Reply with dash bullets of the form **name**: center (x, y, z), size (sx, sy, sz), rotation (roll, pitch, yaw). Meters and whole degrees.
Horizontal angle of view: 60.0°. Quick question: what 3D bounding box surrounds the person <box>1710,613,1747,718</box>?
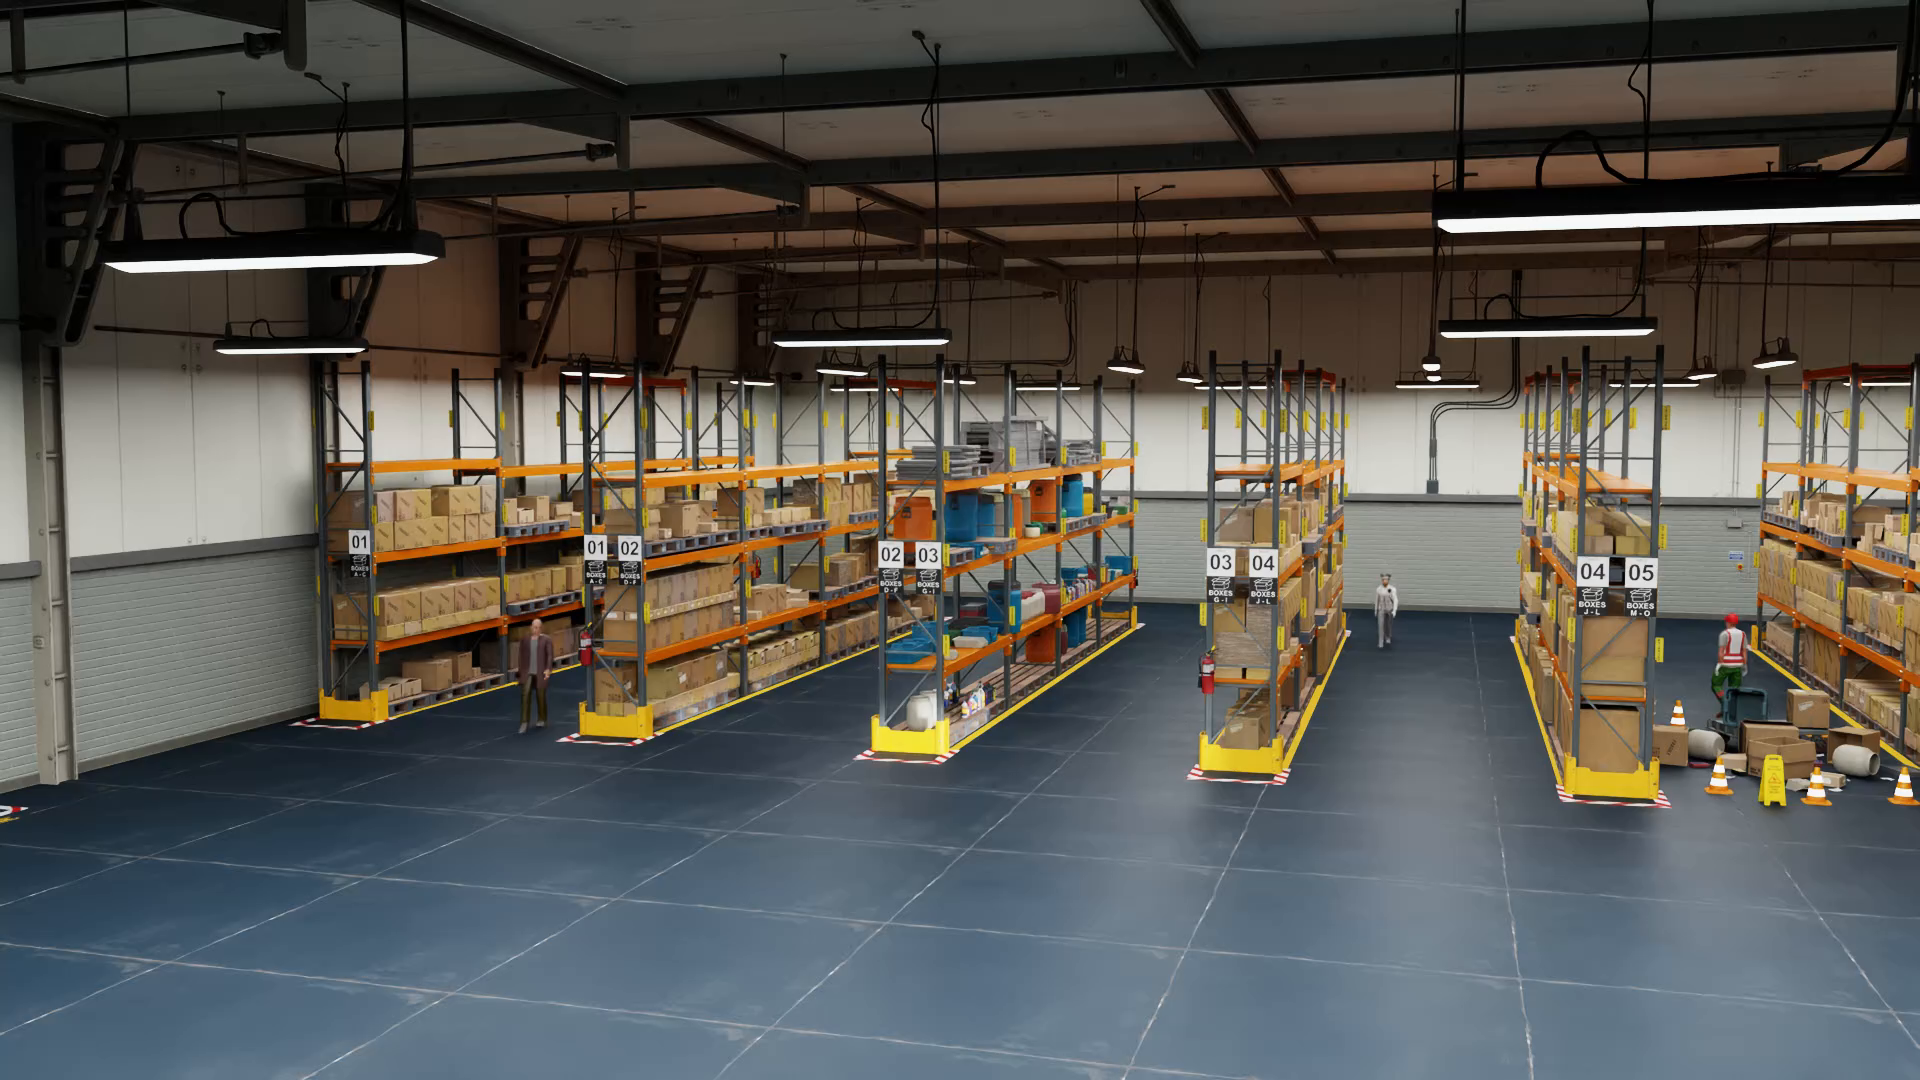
- **person**: center (12.917, 2.119, 27.848), size (0.598, 1.791, 0.467), rotation (-1, 4, -11)

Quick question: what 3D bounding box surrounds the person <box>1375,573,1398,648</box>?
- **person**: center (9.417, 1.540, 36.788), size (0.489, 1.618, 1.042), rotation (1, 4, 17)

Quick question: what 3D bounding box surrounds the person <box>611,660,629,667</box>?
- **person**: center (-6.353, 1.971, 31.309), size (0.414, 1.562, 0.734), rotation (1, 4, 13)

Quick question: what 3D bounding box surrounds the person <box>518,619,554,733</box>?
- **person**: center (-6.921, 2.201, 27.031), size (0.594, 1.791, 0.780), rotation (0, 4, -6)
